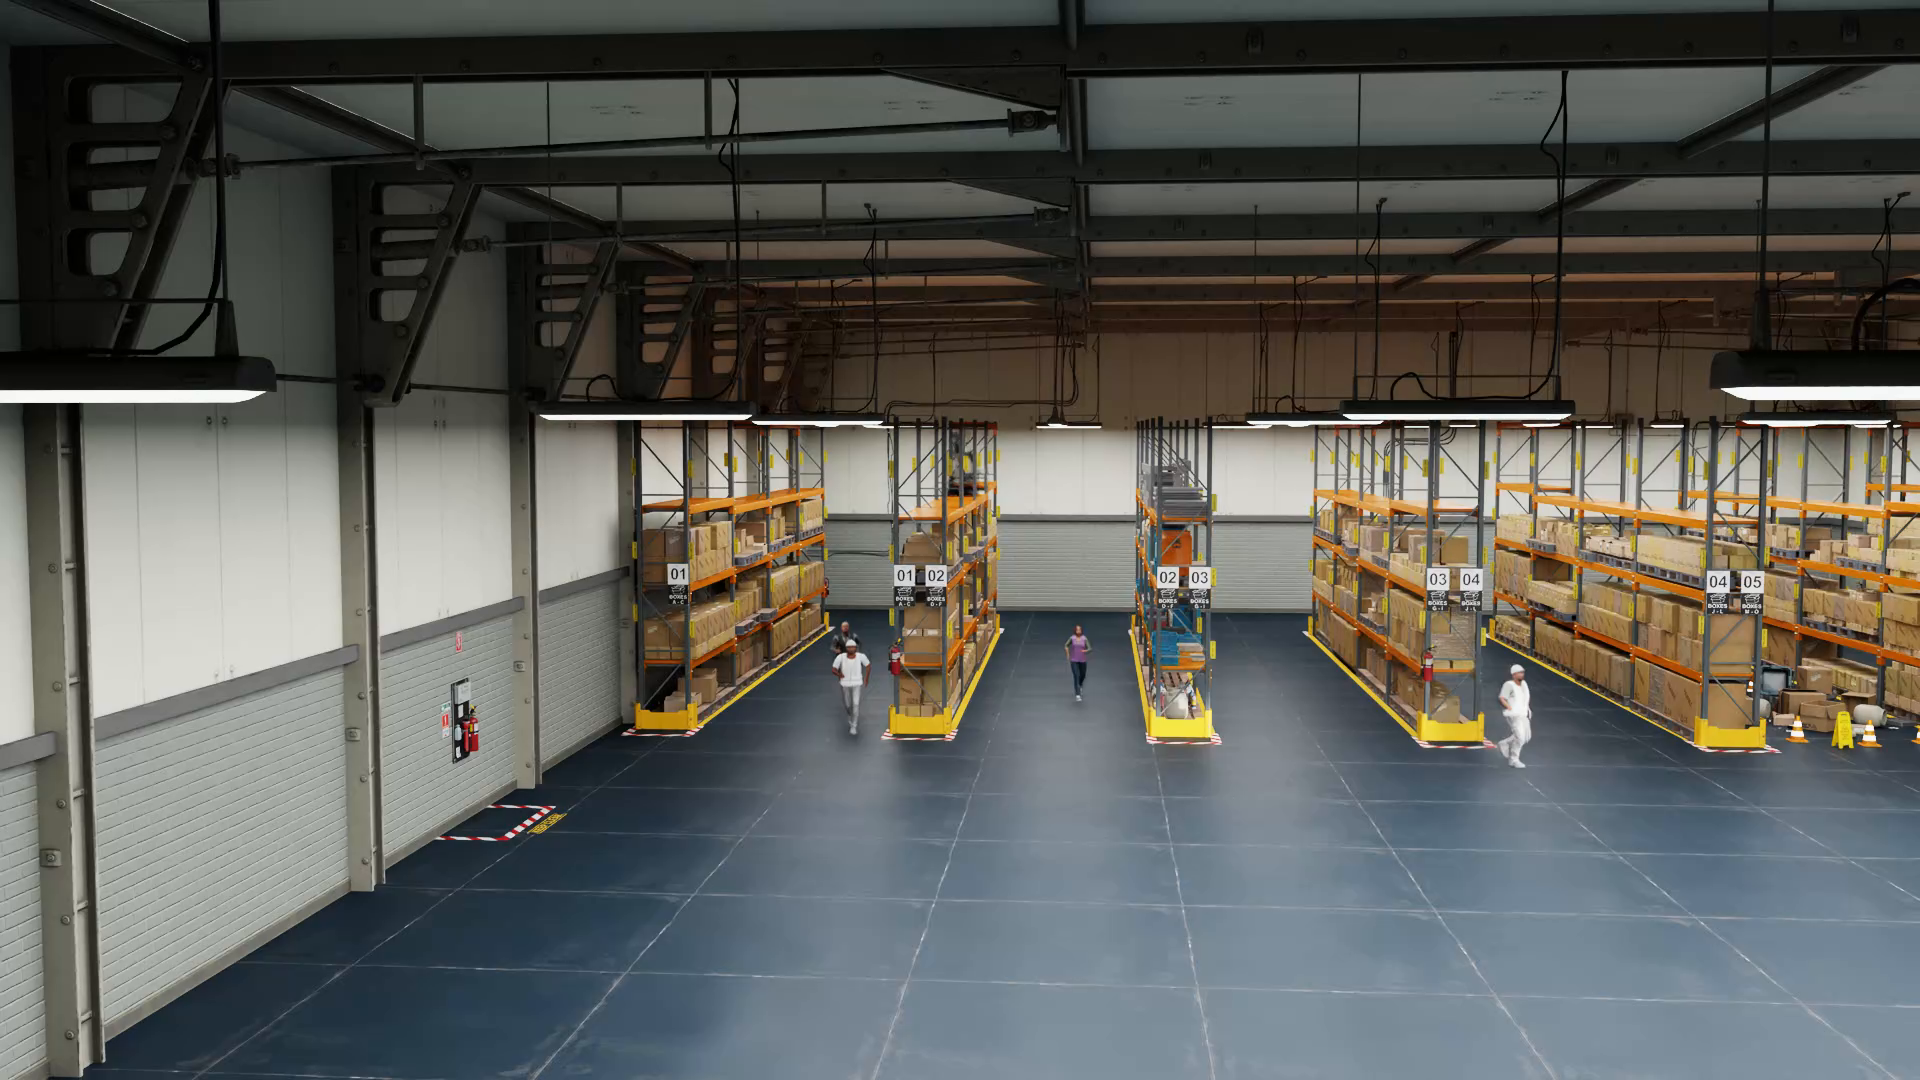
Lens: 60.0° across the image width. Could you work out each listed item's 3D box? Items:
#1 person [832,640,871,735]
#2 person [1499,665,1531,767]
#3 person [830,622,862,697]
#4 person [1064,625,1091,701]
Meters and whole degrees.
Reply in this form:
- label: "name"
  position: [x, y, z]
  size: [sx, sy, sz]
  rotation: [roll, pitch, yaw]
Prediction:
- label: "person"
  position: [-2.080, 2.777, 31.746]
  size: [0.735, 1.766, 0.872]
  rotation: [0, 4, 0]
- label: "person"
  position: [9.487, 2.994, 28.498]
  size: [0.723, 1.739, 0.629]
  rotation: [-3, 5, -39]
- label: "person"
  position: [-2.390, 2.616, 34.814]
  size: [0.658, 1.662, 0.955]
  rotation: [0, 4, -1]
- label: "person"
  position: [2.521, 2.597, 35.520]
  size: [0.543, 1.576, 0.877]
  rotation: [0, 4, -5]
